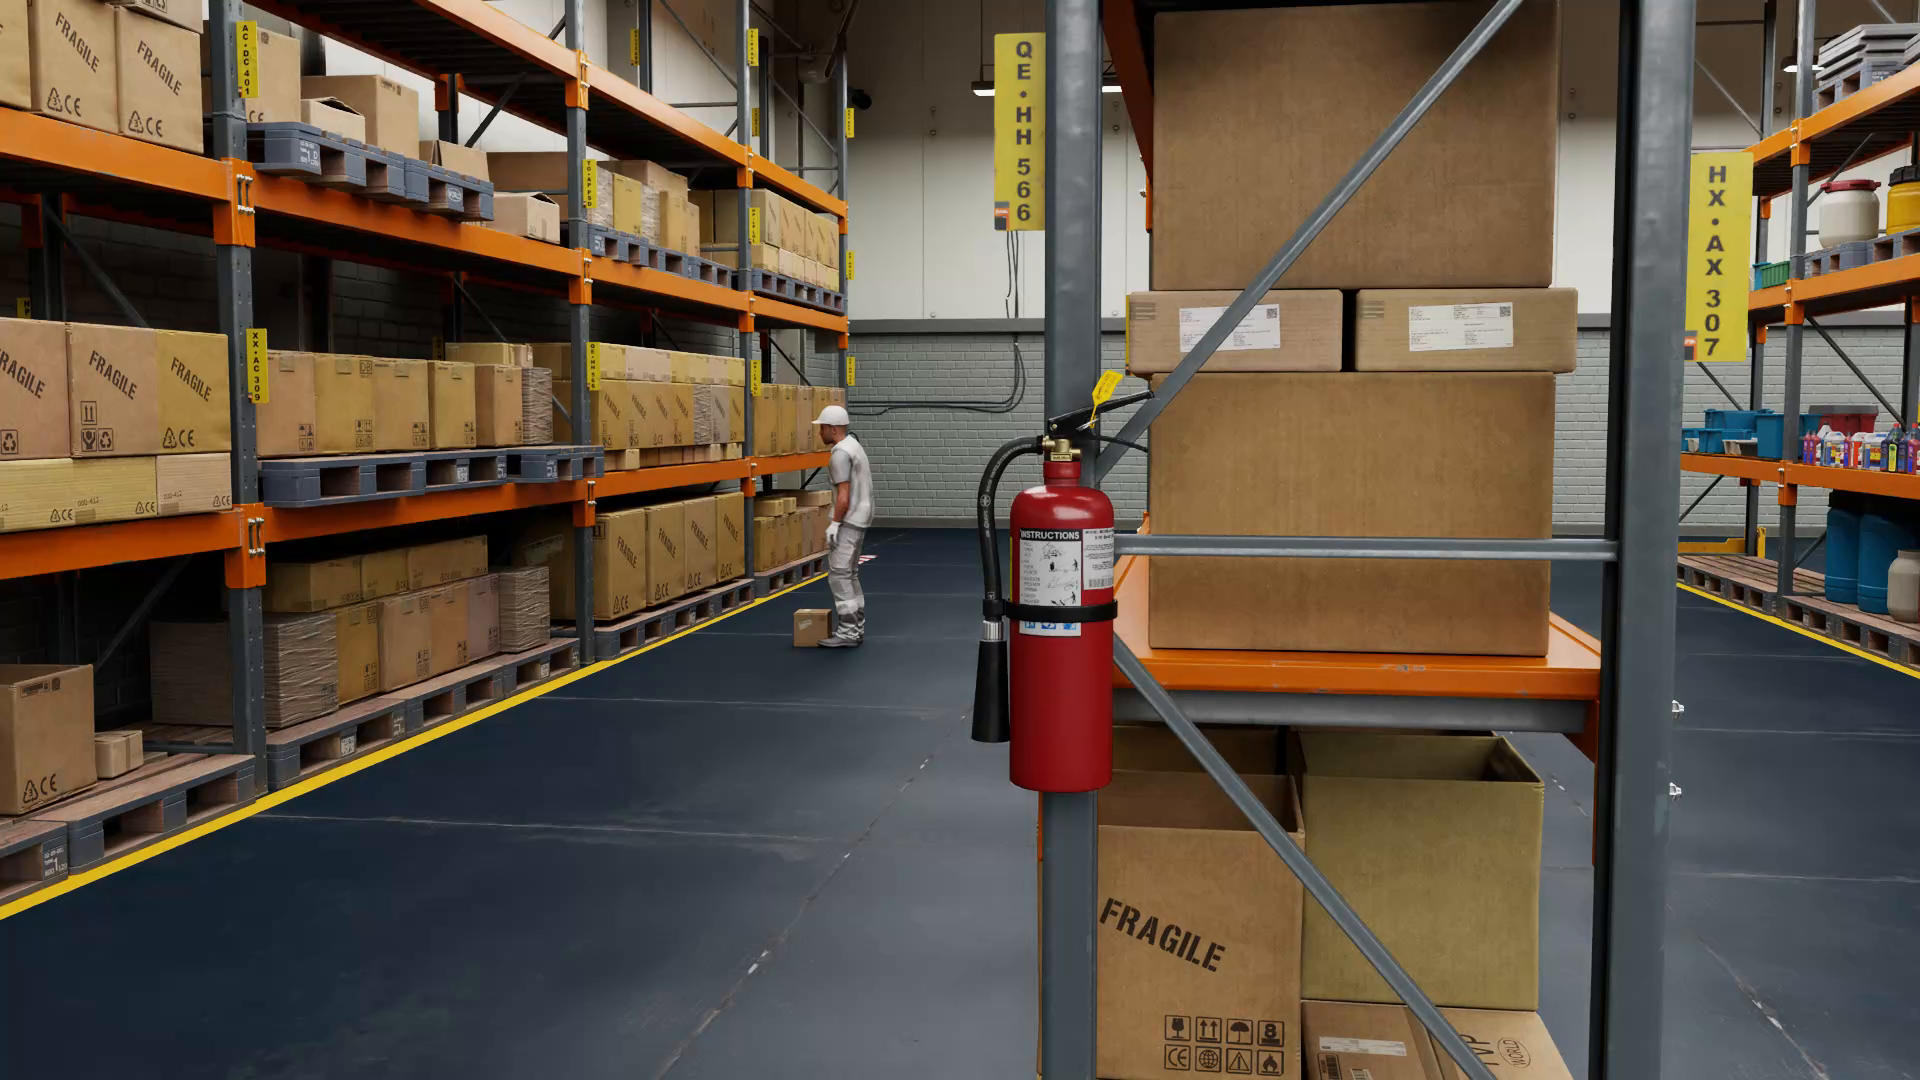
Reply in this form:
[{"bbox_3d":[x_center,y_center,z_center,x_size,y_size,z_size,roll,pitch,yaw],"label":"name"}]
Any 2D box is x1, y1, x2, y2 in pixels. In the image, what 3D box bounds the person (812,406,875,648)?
[{"bbox_3d":[-0.866,-0.103,12.321,0.453,1.778,0.605,1,4,9],"label":"person"}]
